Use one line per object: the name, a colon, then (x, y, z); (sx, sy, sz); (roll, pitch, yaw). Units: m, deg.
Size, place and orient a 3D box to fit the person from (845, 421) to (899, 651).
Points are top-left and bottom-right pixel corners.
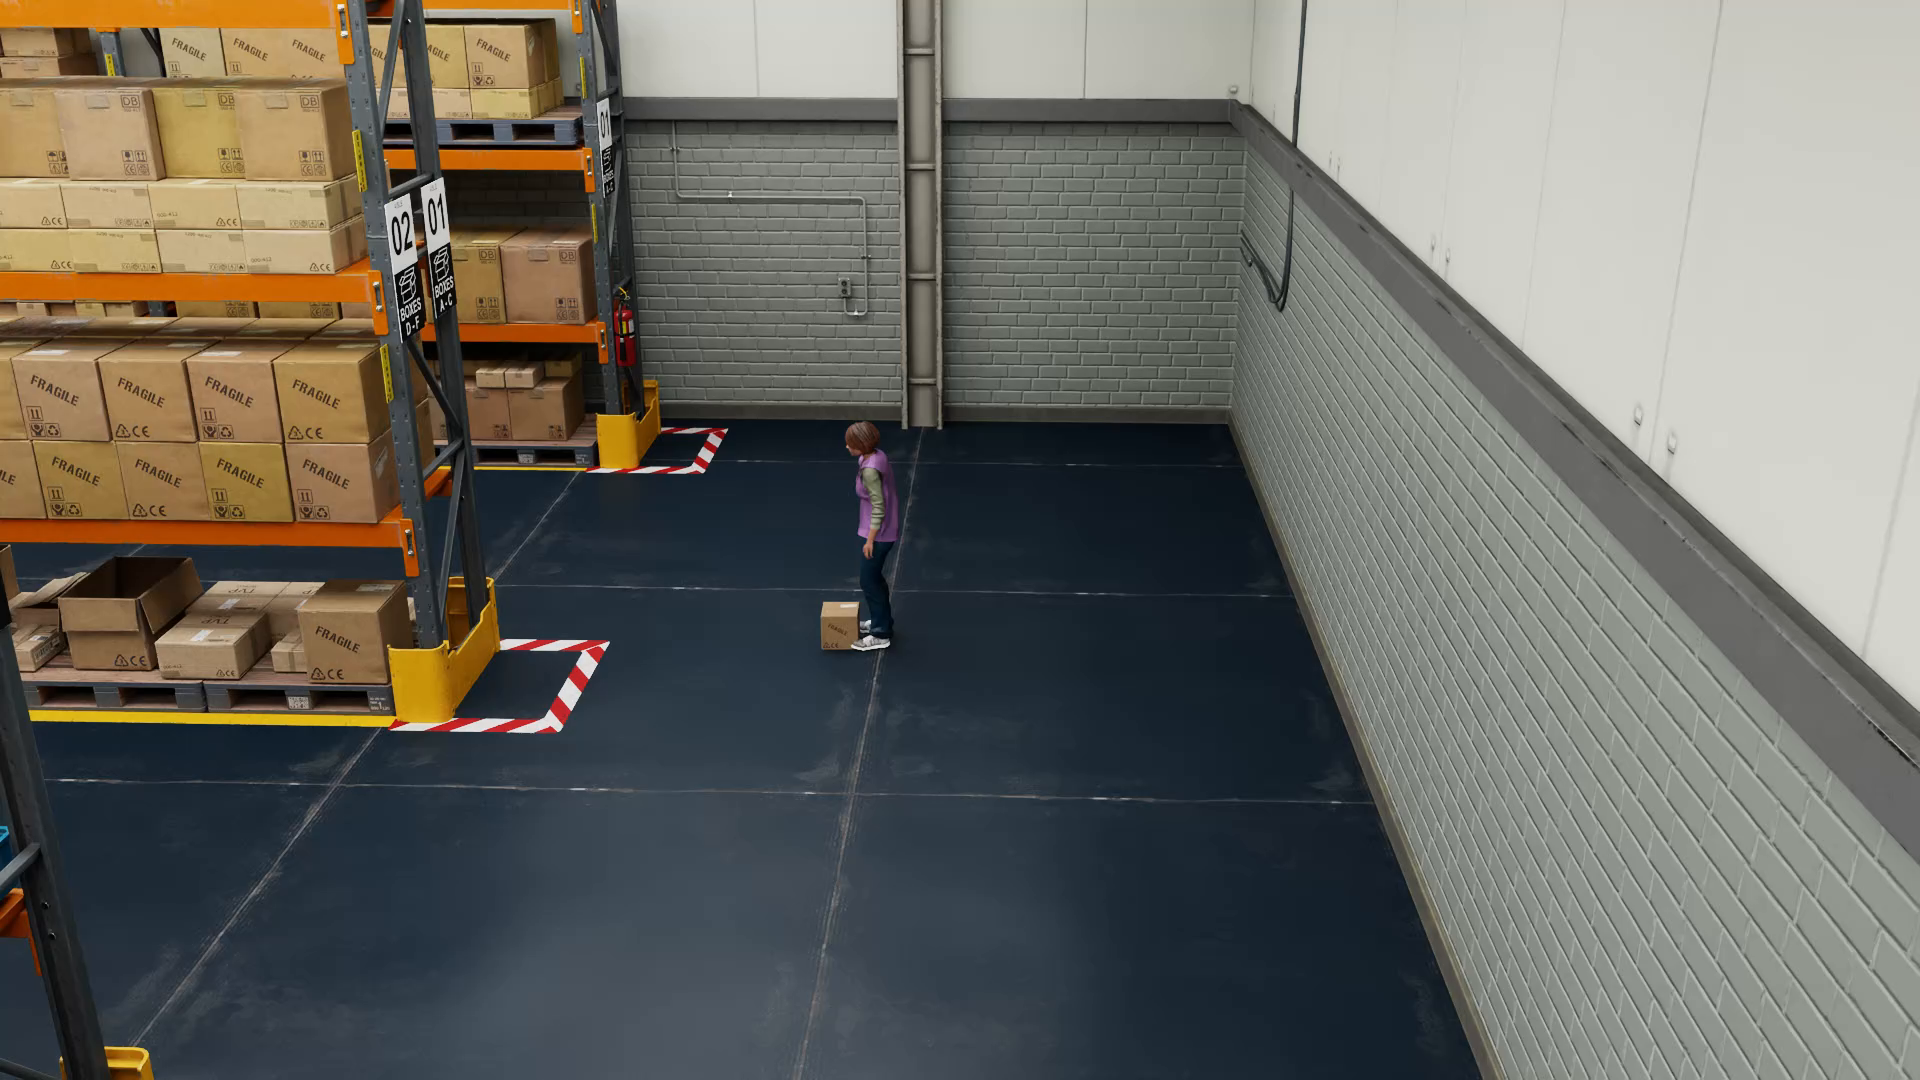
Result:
person: (-0.581, -0.039, 11.198); (0.349, 1.593, 0.467); (0, 21, -1)
